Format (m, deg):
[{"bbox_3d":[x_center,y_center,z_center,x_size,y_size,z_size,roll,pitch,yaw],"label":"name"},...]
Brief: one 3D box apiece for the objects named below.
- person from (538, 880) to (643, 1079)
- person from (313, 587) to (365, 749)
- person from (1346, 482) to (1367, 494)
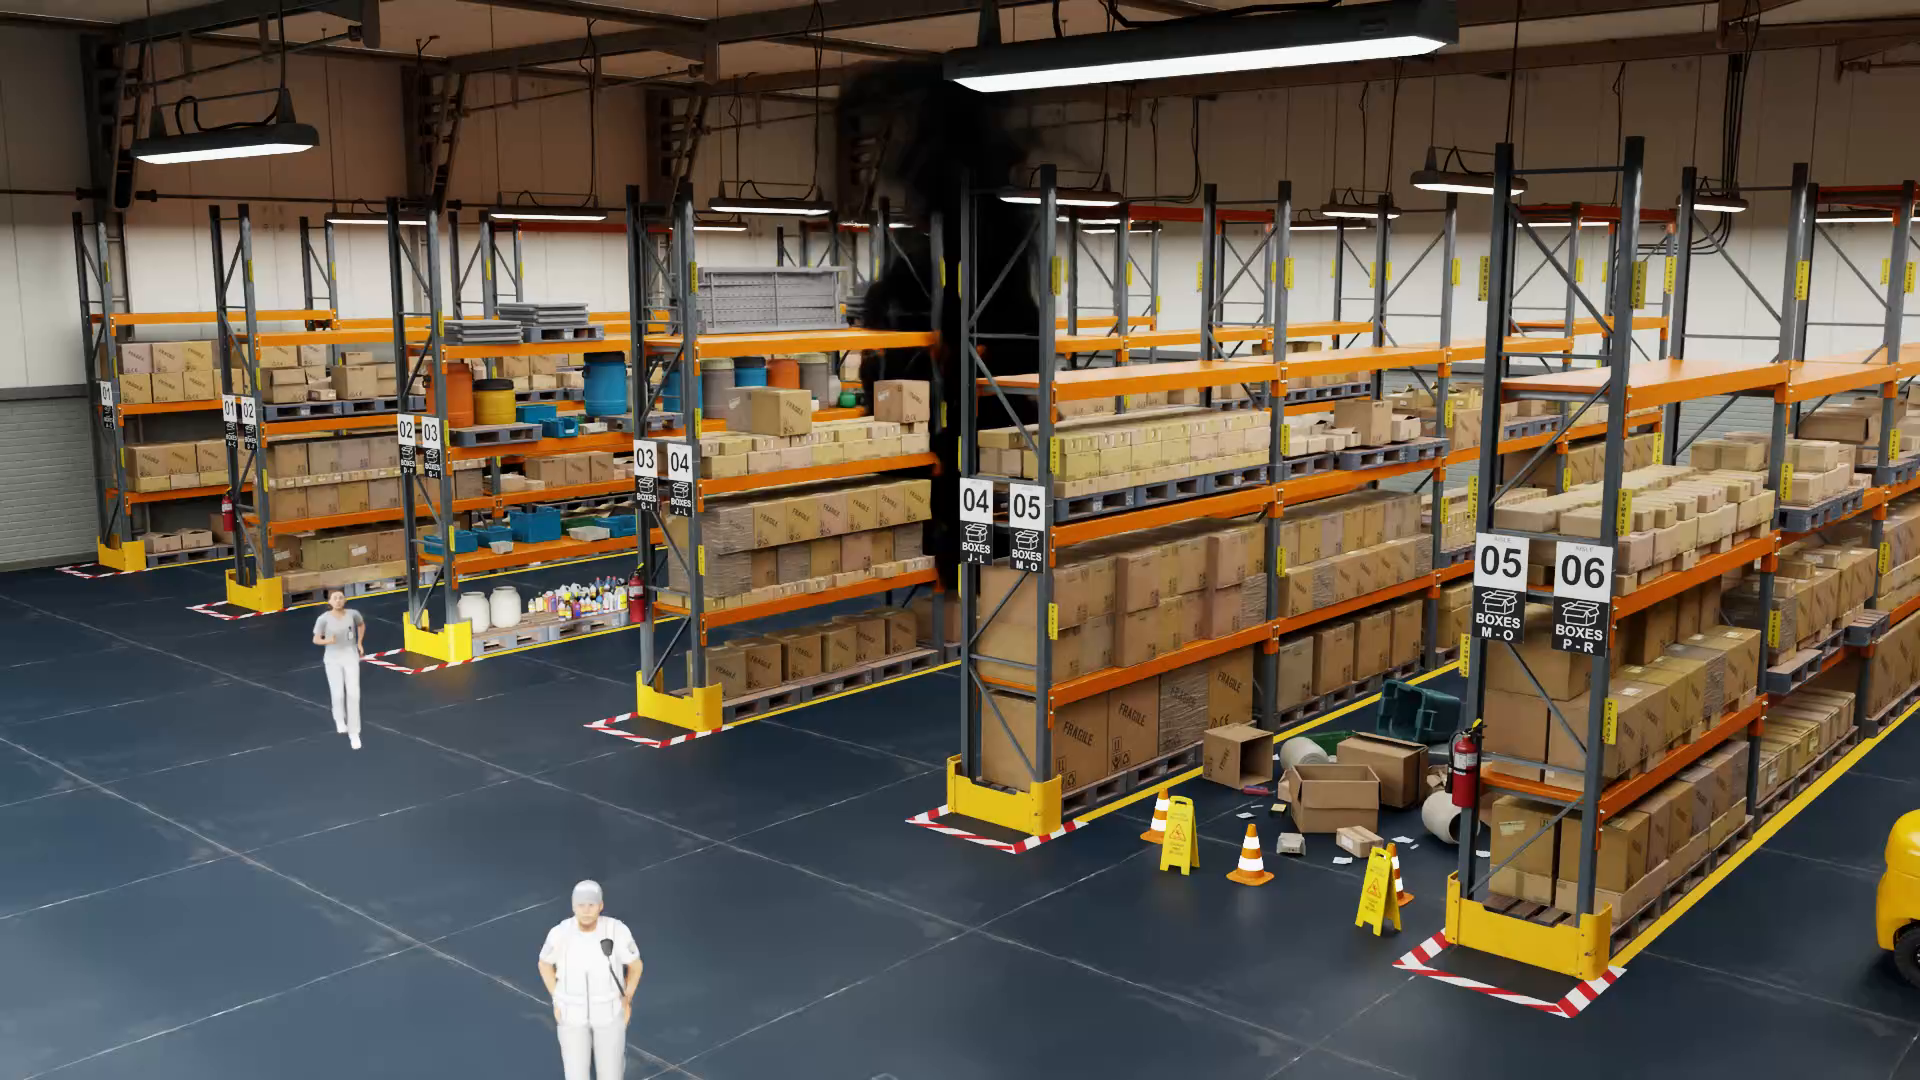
[{"bbox_3d":[-2.171,2.779,9.795,0.608,1.641,0.670,-1,10,-8],"label":"person"},{"bbox_3d":[-6.709,1.349,18.037,0.555,1.706,0.841,-4,10,-24],"label":"person"},{"bbox_3d":[6.556,-0.197,27.241,0.700,1.753,0.692,7,12,34],"label":"person"}]
